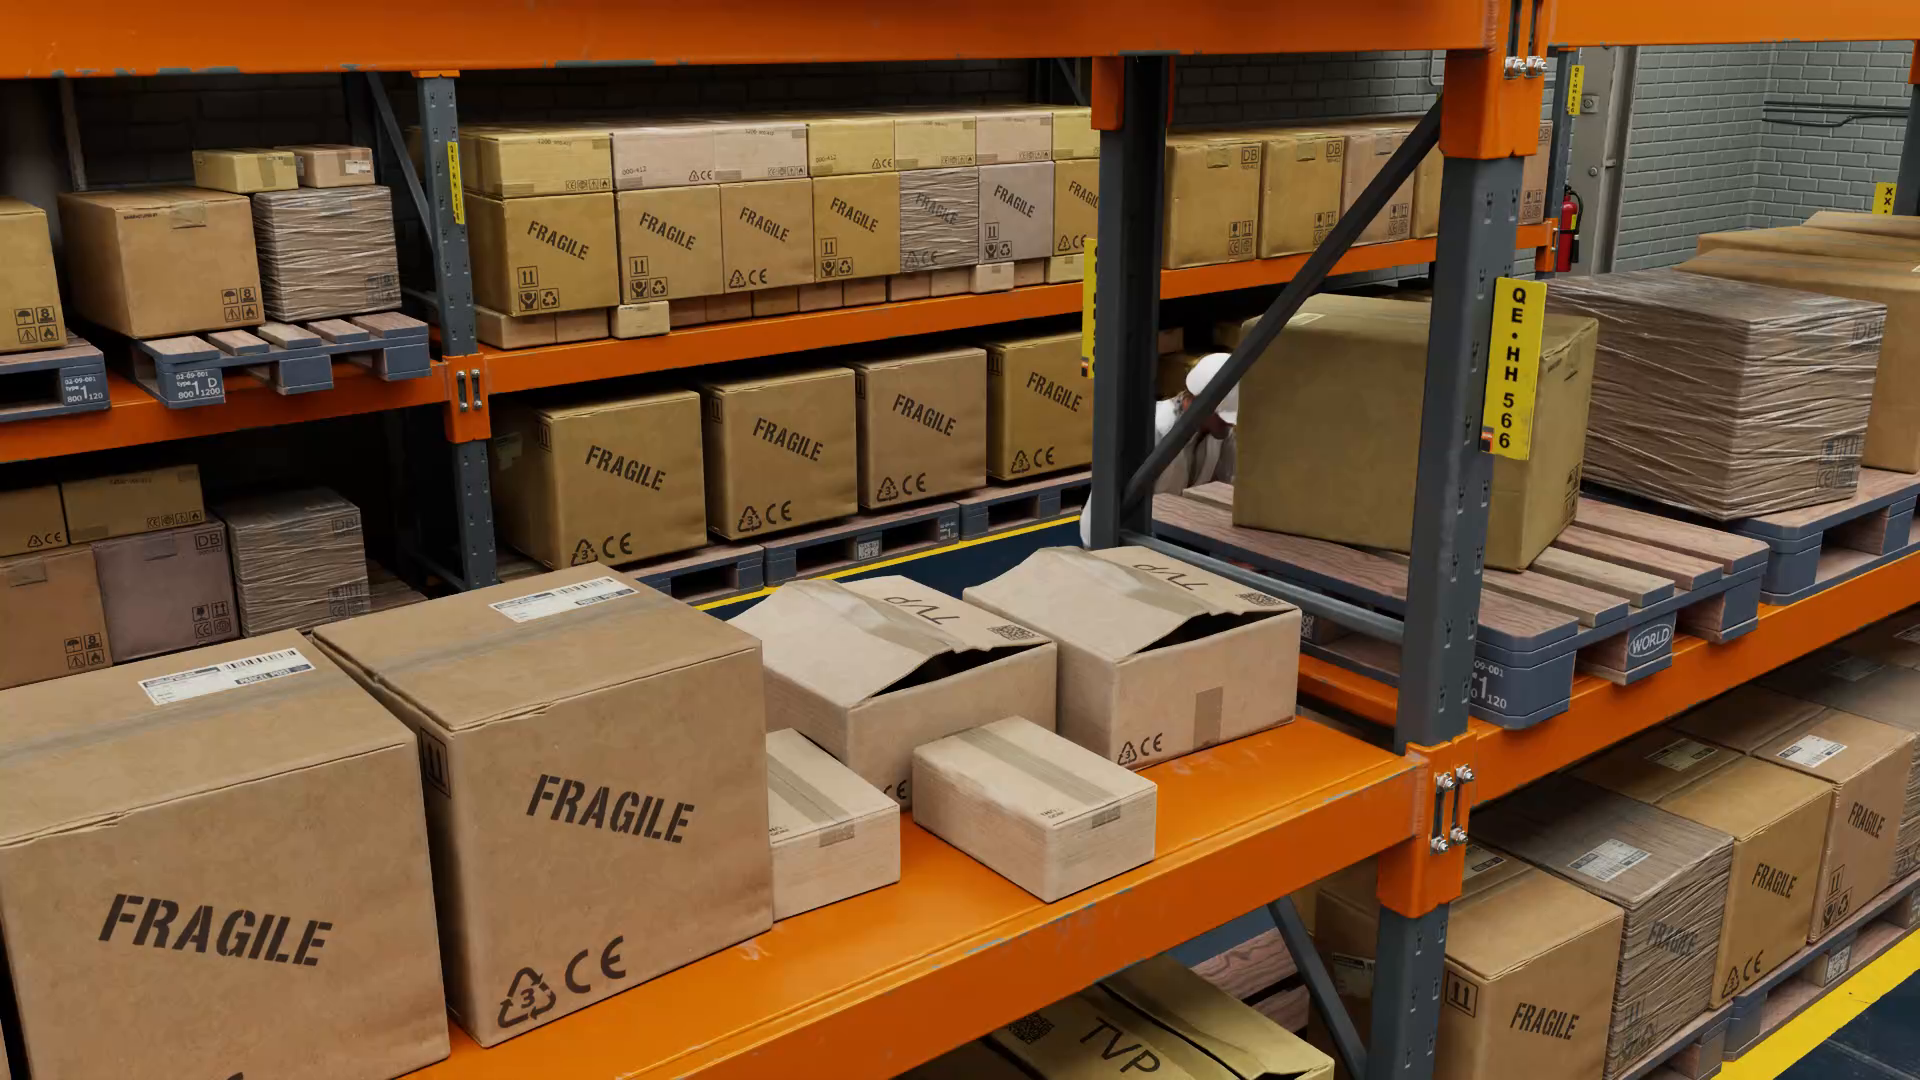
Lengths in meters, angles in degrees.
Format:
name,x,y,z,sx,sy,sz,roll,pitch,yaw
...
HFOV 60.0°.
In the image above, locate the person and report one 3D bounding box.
name,x,y,z,sx,sy,sz,roll,pitch,yaw
person,0.798,0.033,6.272,0.588,1.560,0.671,-13,22,-36
